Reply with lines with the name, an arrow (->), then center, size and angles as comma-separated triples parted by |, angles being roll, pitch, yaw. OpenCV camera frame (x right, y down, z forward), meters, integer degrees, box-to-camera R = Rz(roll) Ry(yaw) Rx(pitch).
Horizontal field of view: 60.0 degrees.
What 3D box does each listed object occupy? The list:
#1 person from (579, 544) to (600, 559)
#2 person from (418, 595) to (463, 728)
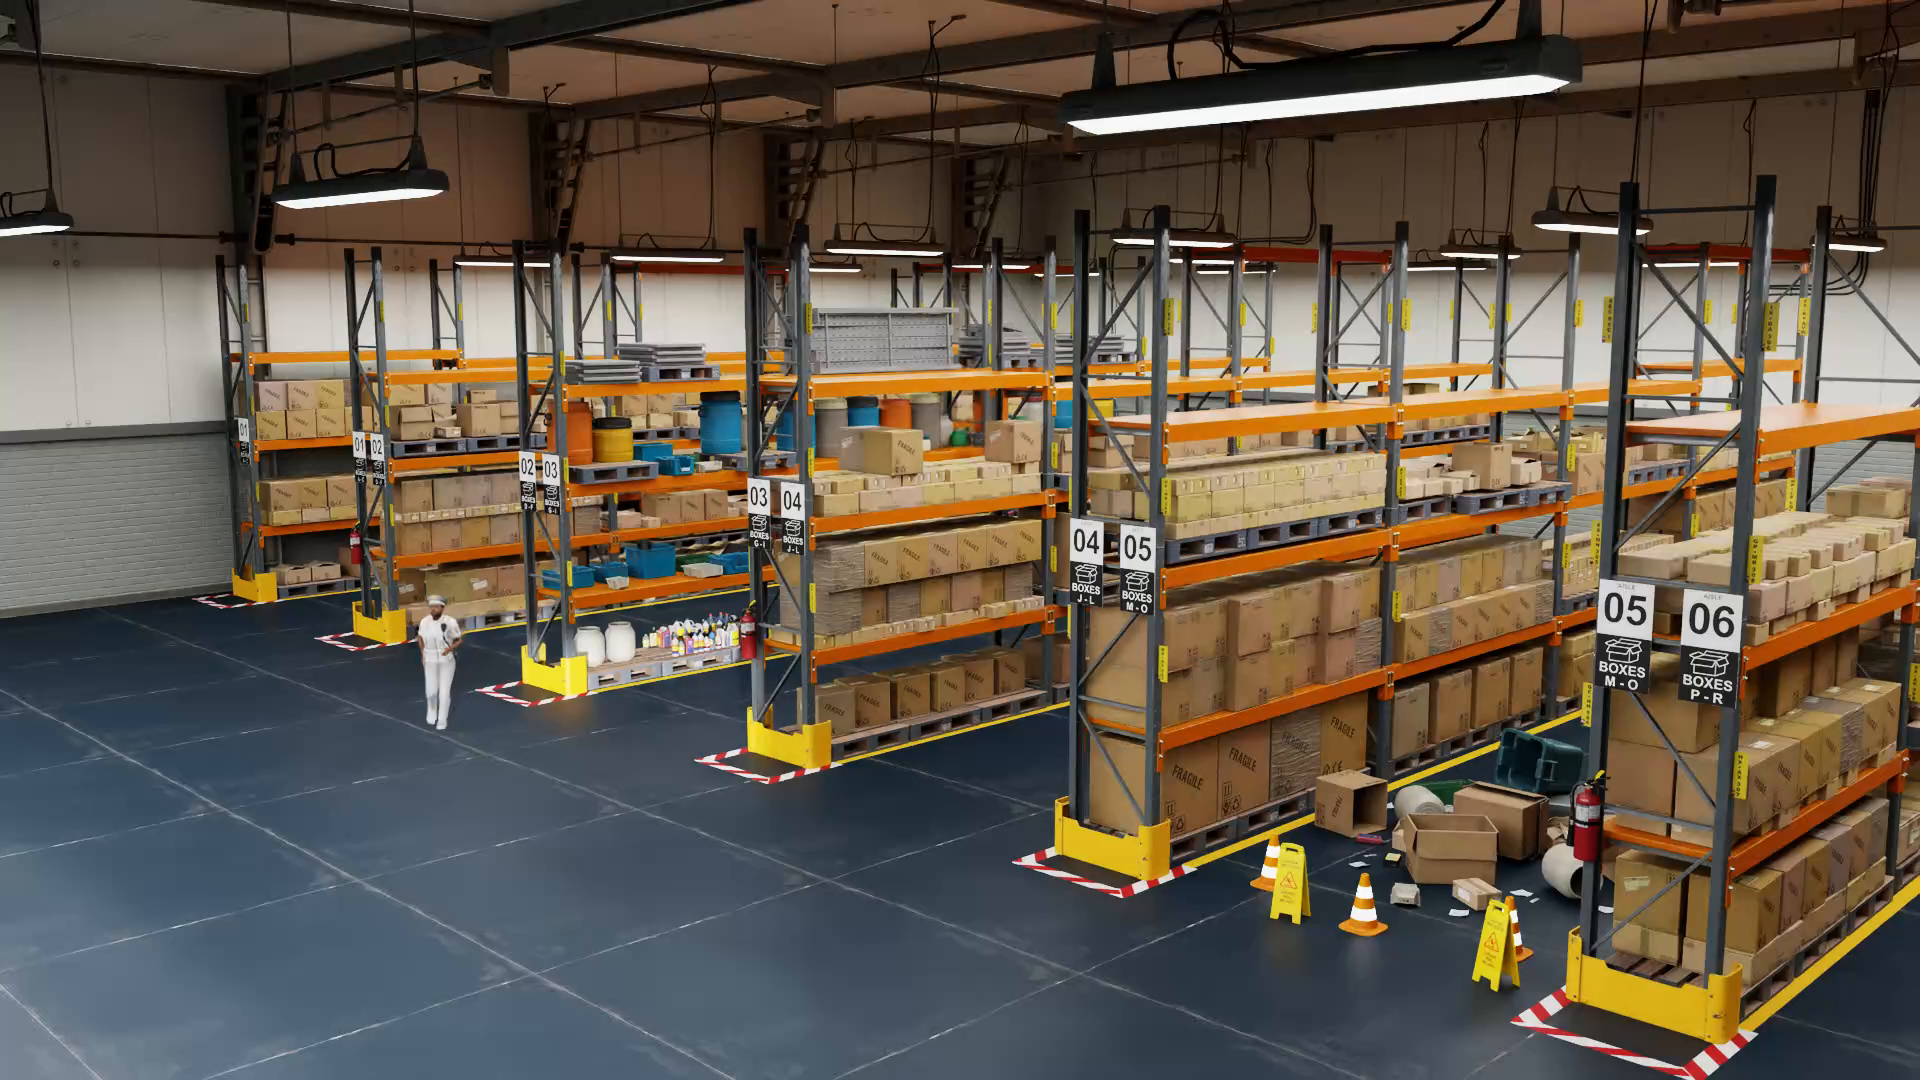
person -> -6.758, 0.009, 30.362 | 0.611, 1.681, 0.906 | 7, 11, 41
person -> -6.334, 1.486, 20.224 | 0.561, 1.668, 0.558 | -1, 8, -8
